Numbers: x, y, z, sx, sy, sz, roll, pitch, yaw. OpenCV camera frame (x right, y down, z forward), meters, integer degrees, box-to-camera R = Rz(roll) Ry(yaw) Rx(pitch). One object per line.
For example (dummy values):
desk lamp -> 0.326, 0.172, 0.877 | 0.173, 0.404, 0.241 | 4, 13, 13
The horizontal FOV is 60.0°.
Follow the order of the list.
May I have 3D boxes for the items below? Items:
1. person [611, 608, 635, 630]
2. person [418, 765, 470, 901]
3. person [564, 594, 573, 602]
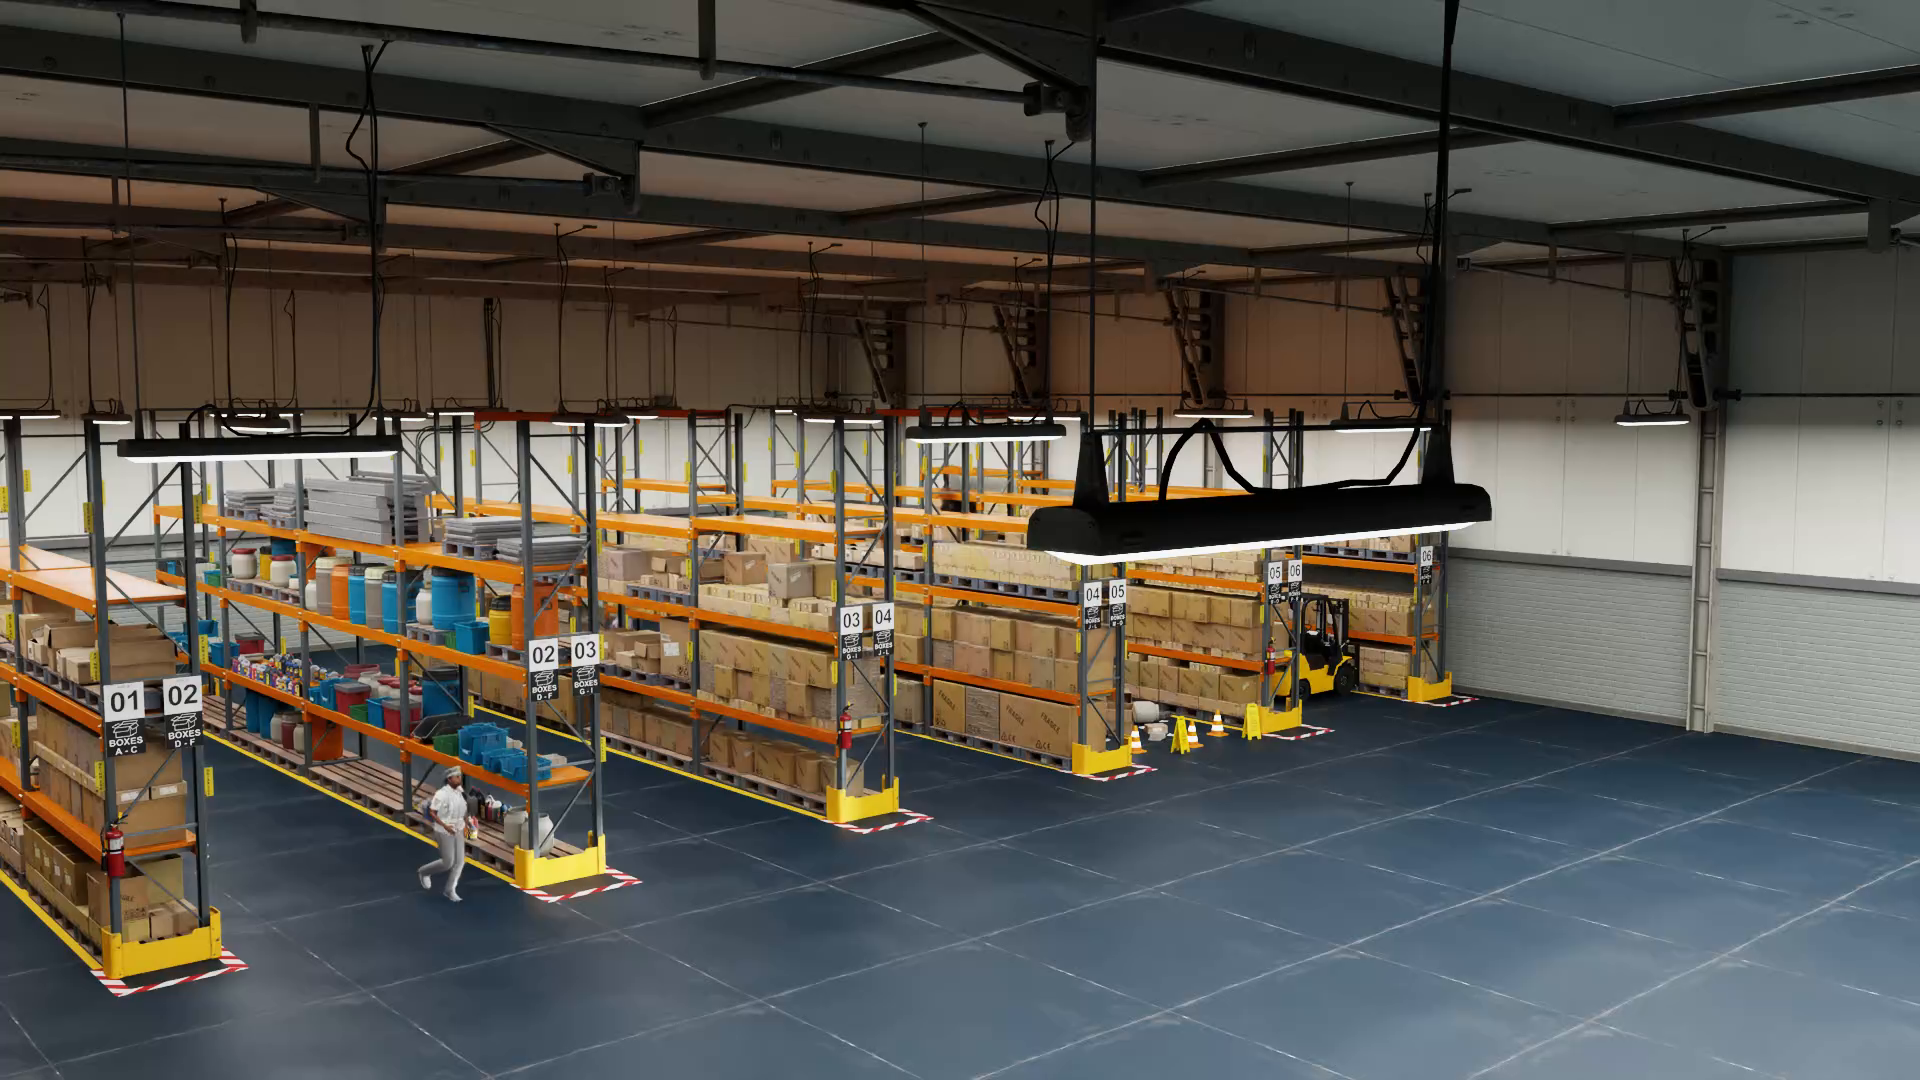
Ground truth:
person -> -7.461, 2.303, 36.823 | 0.615, 1.647, 0.828 | -4, 6, -38
person -> -6.470, 3.680, 21.048 | 0.655, 1.688, 0.604 | 2, 6, 26
person -> -9.375, 2.017, 39.577 | 0.634, 1.678, 0.851 | 0, 5, 0
